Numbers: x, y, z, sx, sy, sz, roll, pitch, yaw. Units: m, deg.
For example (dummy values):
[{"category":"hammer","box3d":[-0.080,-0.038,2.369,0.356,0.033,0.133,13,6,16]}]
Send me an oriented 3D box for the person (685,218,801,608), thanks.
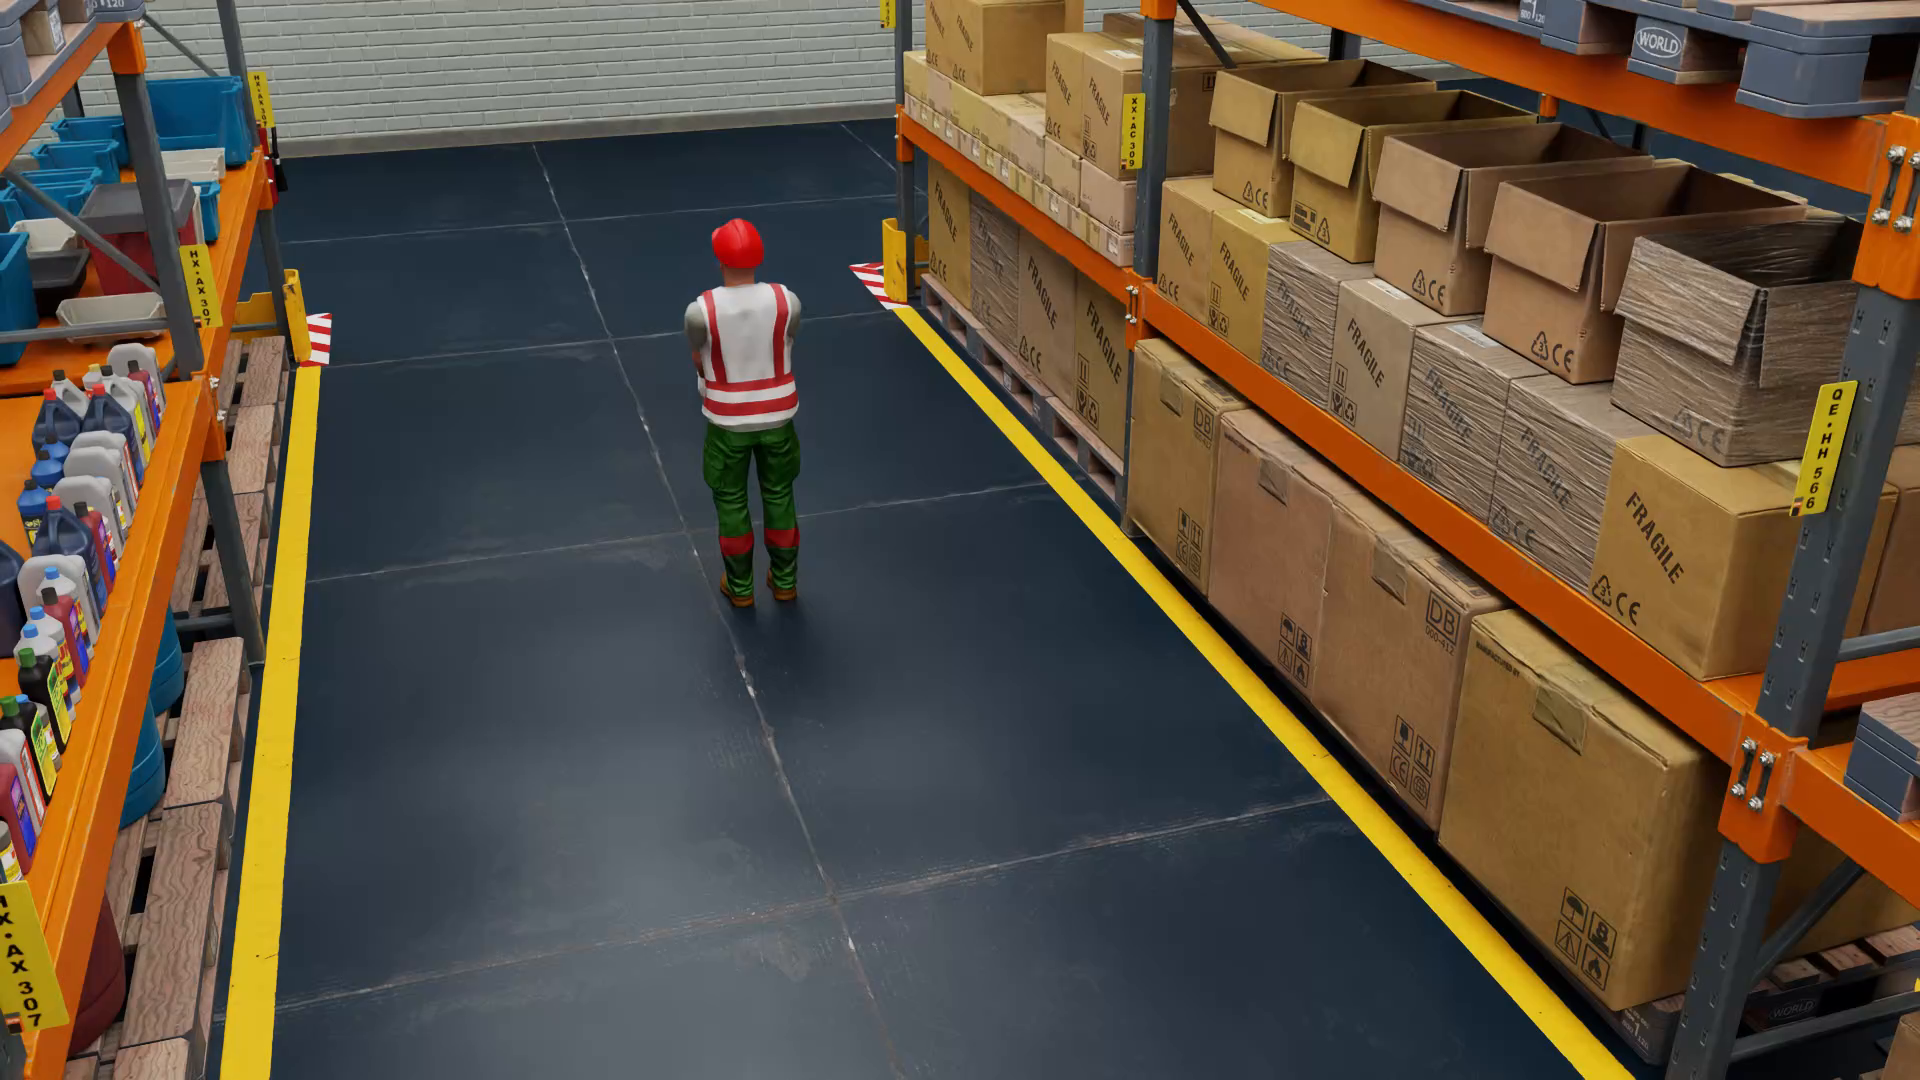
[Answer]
[{"category":"person","box3d":[-0.941,-0.566,7.249,0.493,1.782,0.570,-8,27,-15]}]
